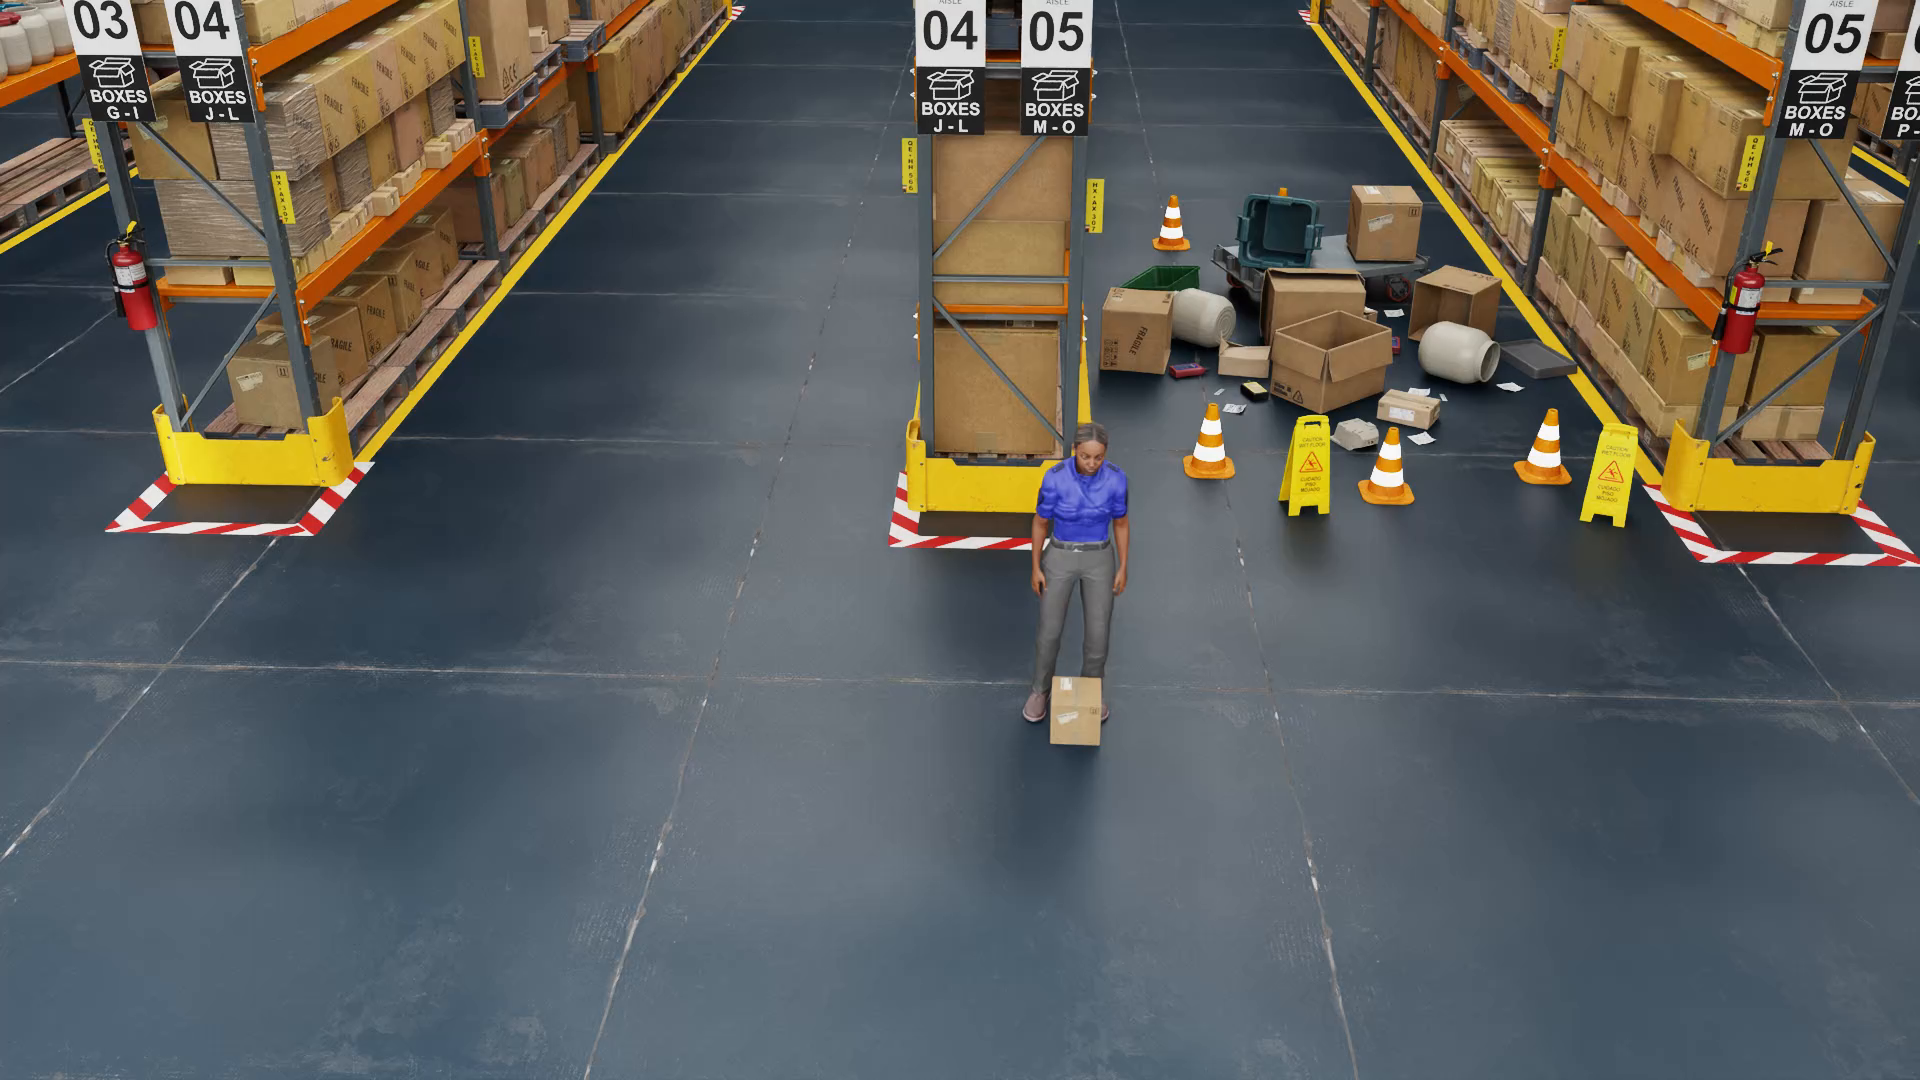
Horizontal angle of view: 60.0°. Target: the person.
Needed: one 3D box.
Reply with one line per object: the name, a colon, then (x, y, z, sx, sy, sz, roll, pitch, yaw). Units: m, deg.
person: (0.588, 0.143, 8.362, 0.525, 1.653, 0.349, -1, 28, -1)
